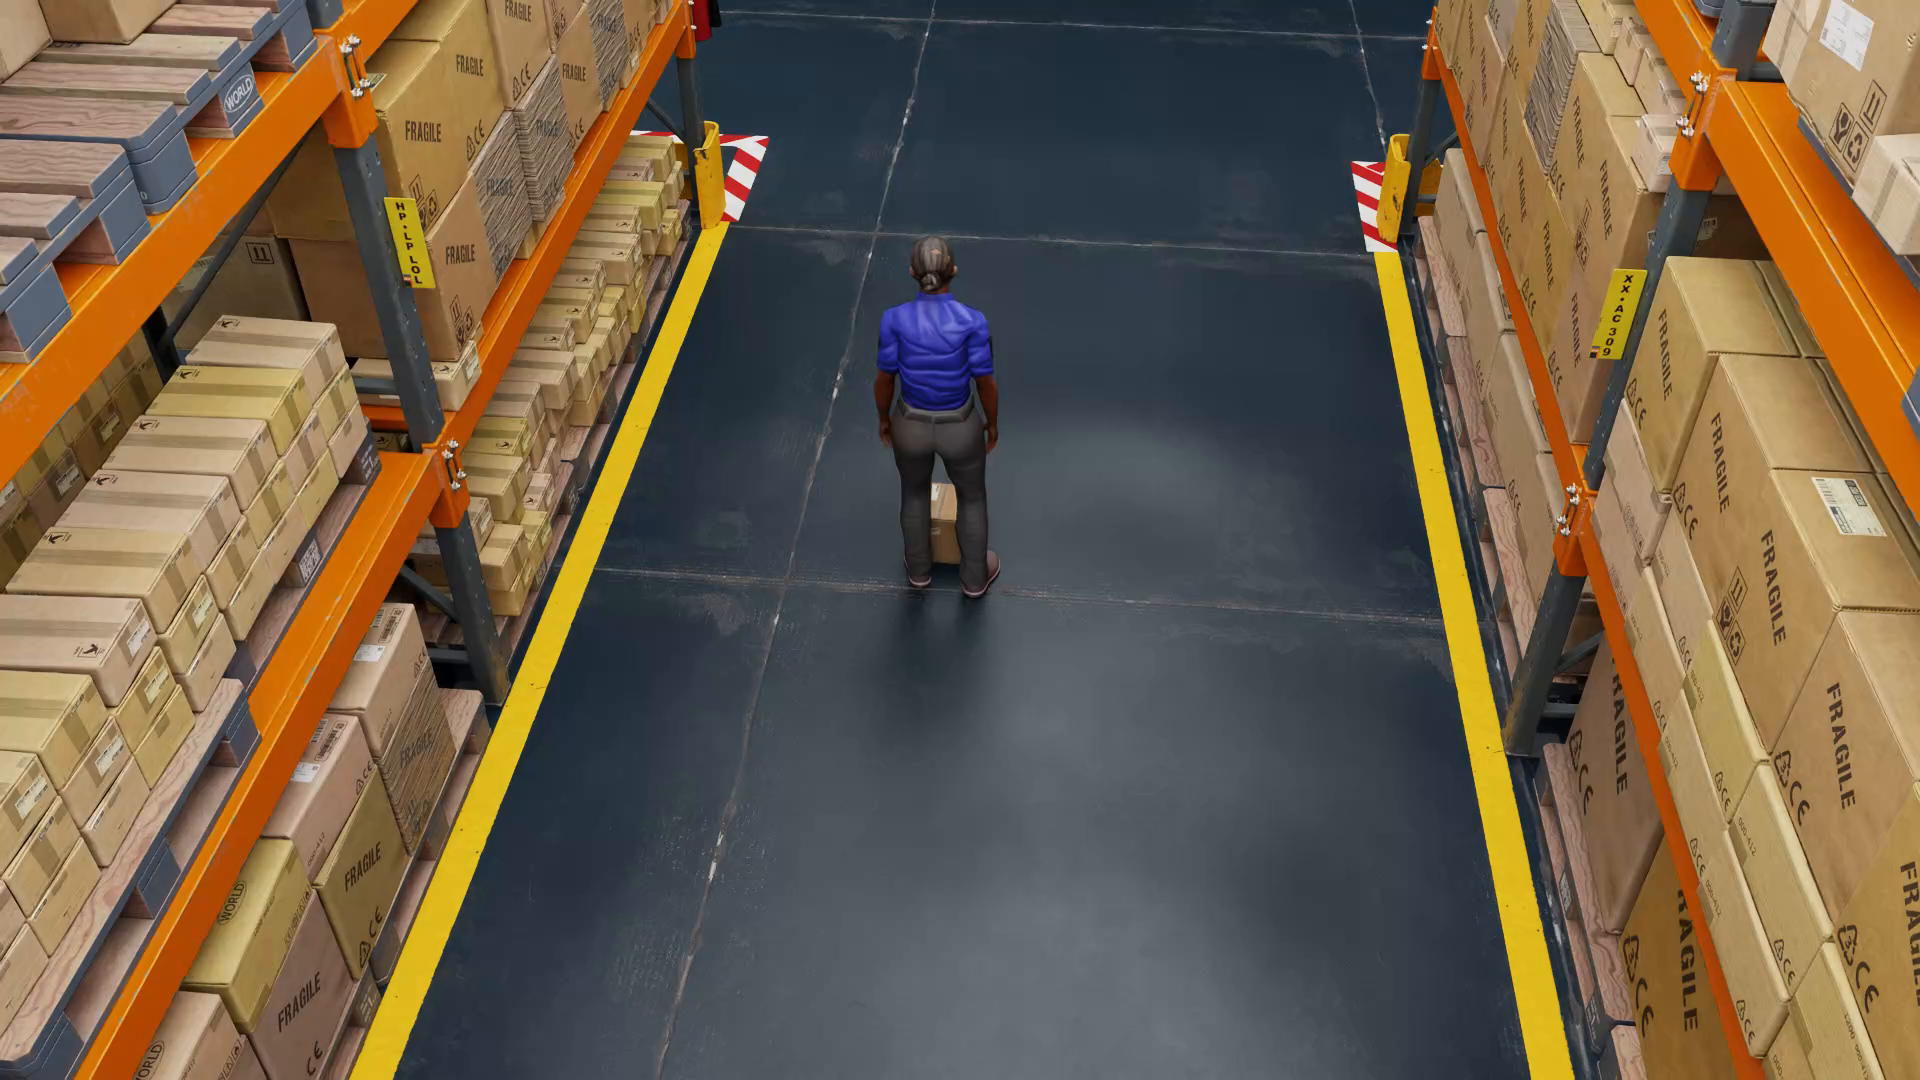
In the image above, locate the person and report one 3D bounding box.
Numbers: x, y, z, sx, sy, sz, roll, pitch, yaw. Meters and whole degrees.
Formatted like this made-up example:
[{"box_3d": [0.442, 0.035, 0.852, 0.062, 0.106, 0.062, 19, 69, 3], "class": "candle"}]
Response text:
[{"box_3d": [-0.082, -0.472, 6.716, 0.507, 1.655, 0.390, 3, 40, 4], "class": "person"}]
